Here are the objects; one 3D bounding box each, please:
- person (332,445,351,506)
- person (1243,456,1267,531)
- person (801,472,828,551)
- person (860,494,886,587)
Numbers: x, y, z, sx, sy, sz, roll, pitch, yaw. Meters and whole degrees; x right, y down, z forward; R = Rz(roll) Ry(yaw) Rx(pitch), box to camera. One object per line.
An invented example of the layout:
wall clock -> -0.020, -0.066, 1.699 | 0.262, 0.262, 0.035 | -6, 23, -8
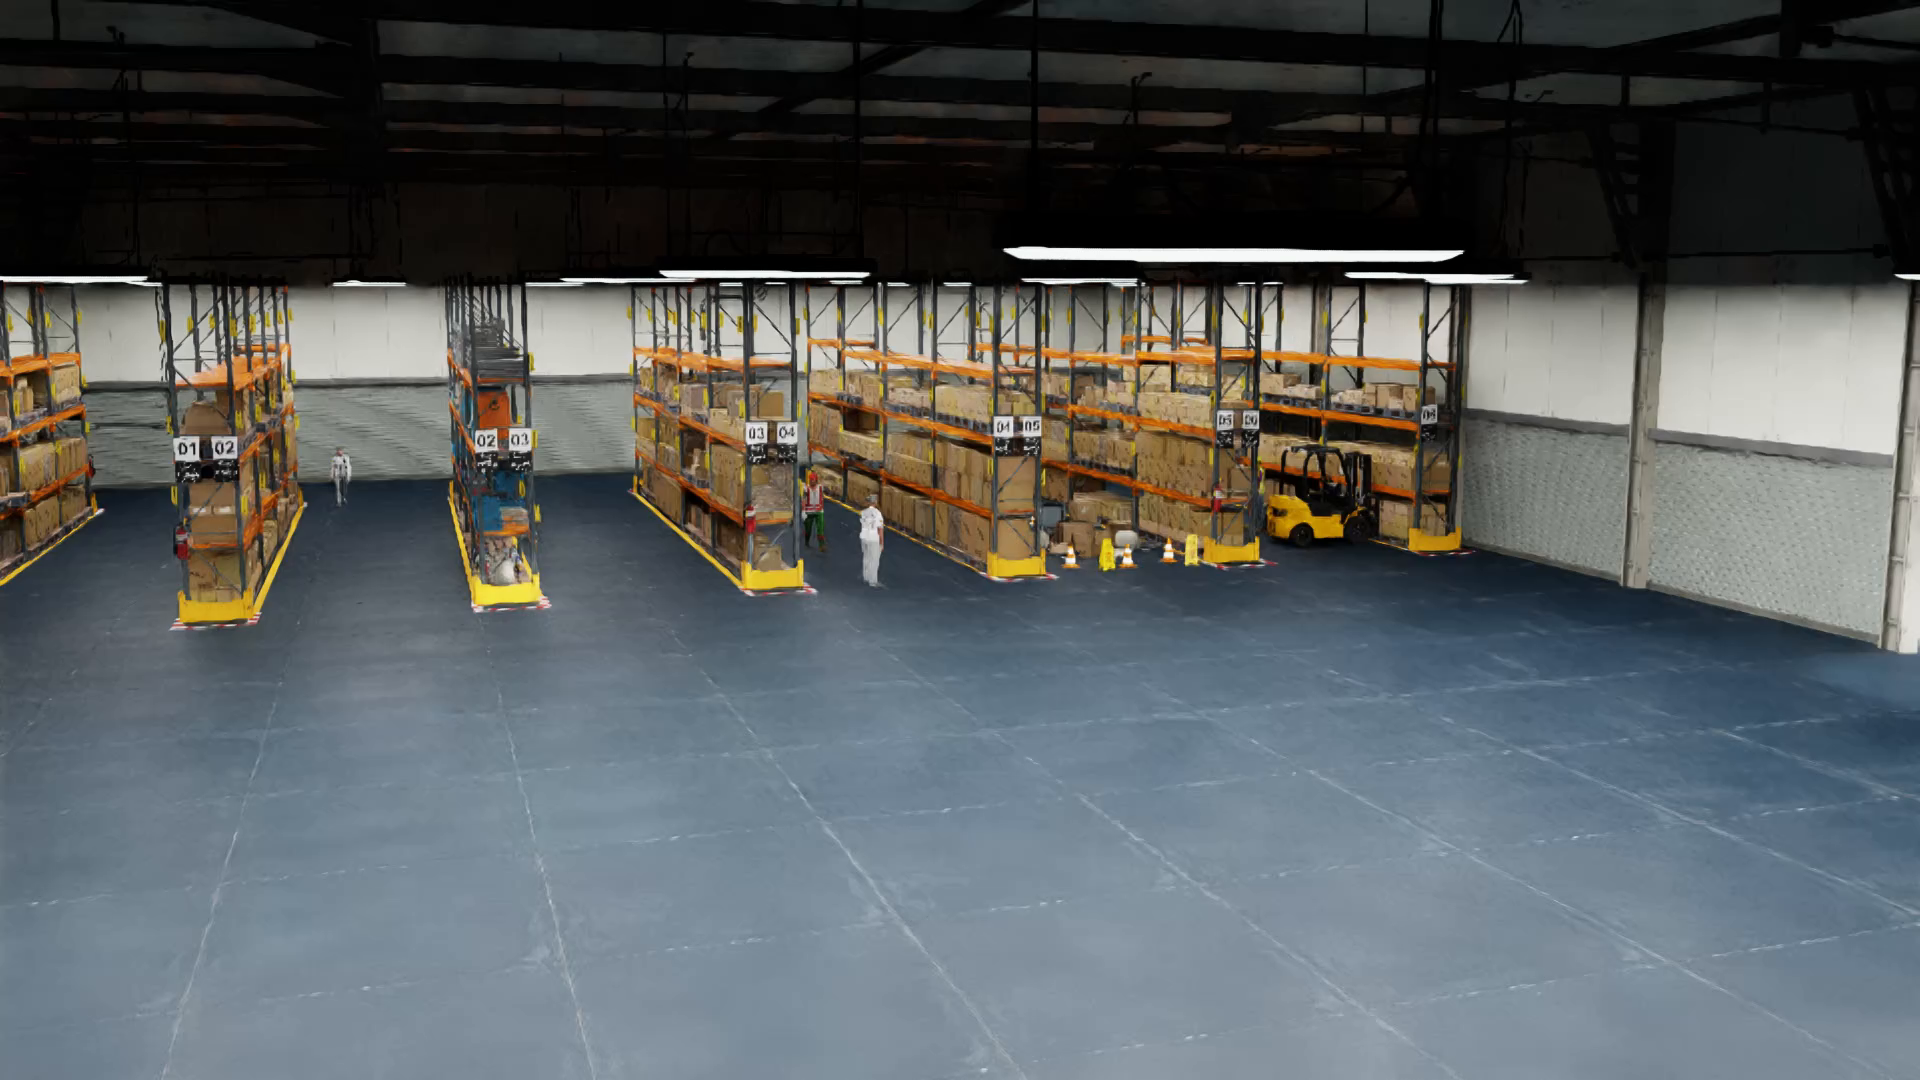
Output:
person -> -16.395, -1.732, 44.101 | 0.489, 1.588, 1.073 | -4, 9, -23
person -> 7.041, -1.129, 39.597 | 0.580, 1.763, 0.673 | 2, 9, 10
person -> -3.225, -0.639, 36.546 | 0.543, 1.709, 1.123 | -2, 9, -16
person -> -1.669, 0.000, 32.162 | 0.627, 1.767, 0.492 | 8, 12, 43
